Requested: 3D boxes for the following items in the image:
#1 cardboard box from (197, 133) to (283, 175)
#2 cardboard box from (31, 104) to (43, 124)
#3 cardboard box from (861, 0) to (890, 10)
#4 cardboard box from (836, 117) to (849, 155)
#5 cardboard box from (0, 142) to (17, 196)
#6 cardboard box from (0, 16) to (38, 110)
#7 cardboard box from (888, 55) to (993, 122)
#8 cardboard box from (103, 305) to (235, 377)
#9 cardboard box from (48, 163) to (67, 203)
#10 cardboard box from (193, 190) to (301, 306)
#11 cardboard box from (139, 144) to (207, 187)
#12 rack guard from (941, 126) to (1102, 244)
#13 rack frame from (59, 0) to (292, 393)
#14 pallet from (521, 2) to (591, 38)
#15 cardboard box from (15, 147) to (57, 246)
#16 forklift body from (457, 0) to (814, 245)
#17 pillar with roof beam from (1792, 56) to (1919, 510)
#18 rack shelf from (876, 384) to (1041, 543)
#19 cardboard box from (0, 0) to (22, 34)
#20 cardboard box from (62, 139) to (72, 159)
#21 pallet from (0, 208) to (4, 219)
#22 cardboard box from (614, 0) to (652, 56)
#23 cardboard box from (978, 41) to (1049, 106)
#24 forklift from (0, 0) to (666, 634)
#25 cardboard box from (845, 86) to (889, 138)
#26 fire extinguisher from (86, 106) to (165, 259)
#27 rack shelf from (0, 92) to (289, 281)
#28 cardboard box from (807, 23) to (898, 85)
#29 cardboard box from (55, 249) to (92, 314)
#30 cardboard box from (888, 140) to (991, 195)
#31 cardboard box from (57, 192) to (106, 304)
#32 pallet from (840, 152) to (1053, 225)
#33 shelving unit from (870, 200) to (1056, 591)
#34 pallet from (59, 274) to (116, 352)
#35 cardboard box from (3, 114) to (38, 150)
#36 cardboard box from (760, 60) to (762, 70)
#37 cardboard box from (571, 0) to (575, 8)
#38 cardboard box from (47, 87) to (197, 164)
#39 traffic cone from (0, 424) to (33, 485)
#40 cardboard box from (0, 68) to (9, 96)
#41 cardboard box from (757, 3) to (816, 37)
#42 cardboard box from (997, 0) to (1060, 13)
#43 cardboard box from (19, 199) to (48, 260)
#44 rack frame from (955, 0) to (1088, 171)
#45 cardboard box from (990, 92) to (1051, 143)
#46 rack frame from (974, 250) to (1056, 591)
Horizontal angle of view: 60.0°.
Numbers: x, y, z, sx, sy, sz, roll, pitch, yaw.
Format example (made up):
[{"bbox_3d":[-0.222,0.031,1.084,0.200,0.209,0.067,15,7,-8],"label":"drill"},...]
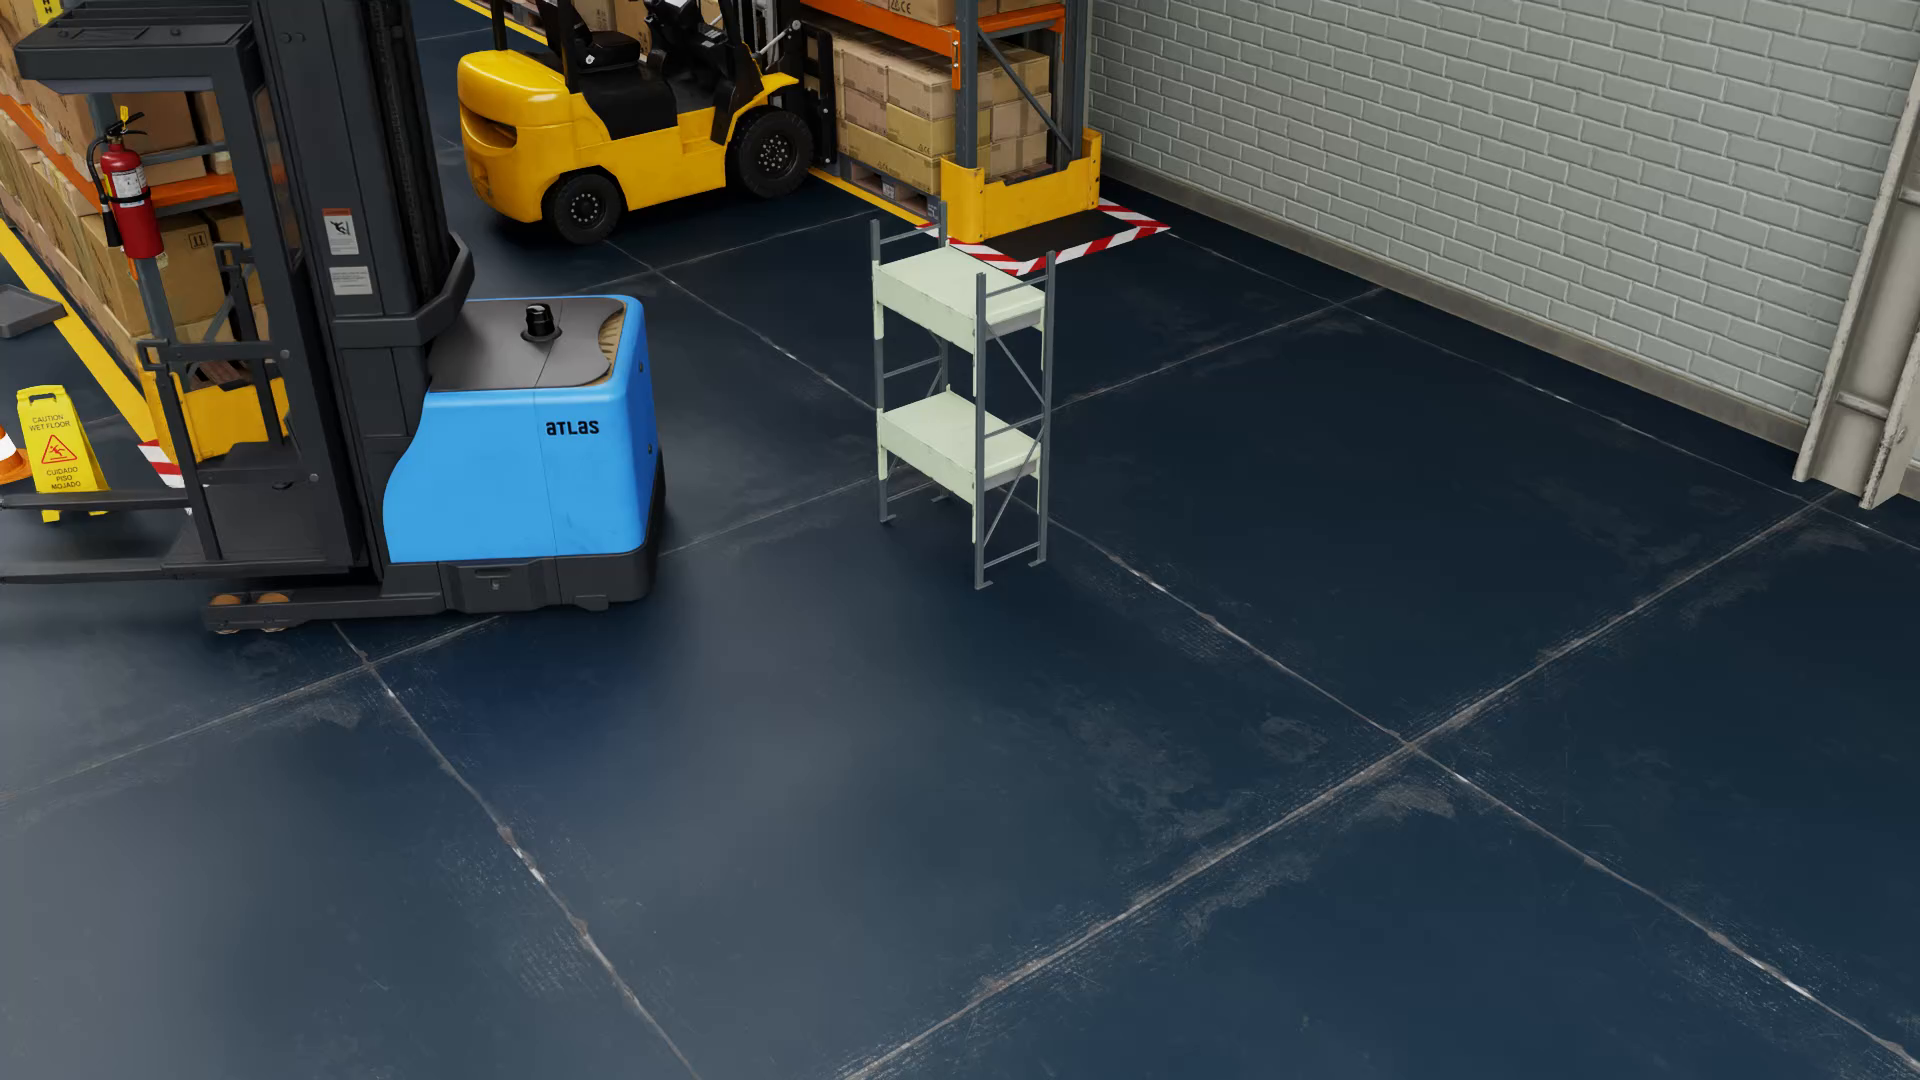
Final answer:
[{"bbox_3d":[-3.564,-1.962,8.305,0.380,0.149,0.250,-22,38,-31],"label":"cardboard box"},{"bbox_3d":[-4.757,-2.351,8.930,0.380,0.149,0.250,-23,38,-32],"label":"cardboard box"},{"bbox_3d":[-0.421,-3.850,11.011,0.500,0.500,0.500,-21,38,-30],"label":"cardboard box"},{"bbox_3d":[-0.735,-2.994,11.935,0.500,0.250,0.500,-22,38,-31],"label":"cardboard box"},{"bbox_3d":[-5.823,-2.523,10.467,0.500,0.500,0.500,-20,37,-29],"label":"cardboard box"},{"bbox_3d":[-4.677,-2.586,8.694,0.500,0.500,0.500,-22,38,-32],"label":"cardboard box"},{"bbox_3d":[-0.129,-2.994,10.988,0.500,0.250,0.500,-21,37,-30],"label":"cardboard box"},{"bbox_3d":[-4.242,-1.131,8.936,0.500,0.250,0.500,-22,38,-32],"label":"cardboard box"},{"bbox_3d":[-4.646,-1.952,8.932,0.380,0.149,0.250,-22,38,-31],"label":"cardboard box"},{"bbox_3d":[-3.810,-1.625,9.020,0.500,0.500,0.500,-24,39,-33],"label":"cardboard box"},{"bbox_3d":[-3.917,-1.840,8.108,0.380,0.149,0.250,-21,37,-30],"label":"cardboard box"},{"bbox_3d":[0.414,-2.396,11.134,1.175,0.500,0.348,-22,38,-31],"label":"rack guard"},{"bbox_3d":[-3.519,-1.860,7.903,1.000,3.000,0.127,-22,38,-31],"label":"rack frame"},{"bbox_3d":[-3.288,-4.754,15.204,1.003,0.211,1.213,-22,38,-31],"label":"pallet"},{"bbox_3d":[-5.169,-2.087,9.765,0.500,0.500,0.500,-20,37,-29],"label":"cardboard box"},{"bbox_3d":[-2.204,-3.307,11.037,2.313,2.155,1.214,-22,38,-31],"label":"forklift body"},{"bbox_3d":[0.963,-2.705,3.576,9.100,9.000,0.400,-22,38,-31],"label":"pillar with roof beam"},{"bbox_3d":[0.004,-0.357,7.522,0.431,0.370,0.720,-22,38,-31],"label":"rack shelf"},{"bbox_3d":[-4.309,-2.810,8.106,0.700,0.500,0.500,-22,38,-31],"label":"cardboard box"},{"bbox_3d":[-4.301,-2.024,8.404,0.380,0.149,0.250,-23,39,-32],"label":"cardboard box"},{"bbox_3d":[-6.451,-2.667,11.844,1.003,0.211,1.213,-22,38,-31],"label":"pallet"},{"bbox_3d":[-2.382,-4.518,14.035,0.875,0.625,0.625,-20,37,-29],"label":"cardboard box"},{"bbox_3d":[0.254,-3.165,11.263,0.500,0.250,0.500,-23,39,-32],"label":"cardboard box"},{"bbox_3d":[-2.890,-1.134,6.798,3.031,2.935,1.130,-2,32,-4],"label":"forklift"},{"bbox_3d":[-0.445,-3.005,11.479,0.500,0.250,0.500,-23,38,-32],"label":"cardboard box"},{"bbox_3d":[-3.813,-1.631,7.606,0.296,0.674,0.183,-22,38,-31],"label":"fire extinguisher"},{"bbox_3d":[-4.746,-2.388,9.434,1.077,0.370,4.000,-22,38,-31],"label":"rack shelf"},{"bbox_3d":[-0.764,-3.412,11.661,0.500,0.250,0.500,-22,38,-31],"label":"cardboard box"},{"bbox_3d":[-4.864,-1.555,9.619,0.500,0.250,0.500,-24,39,-33],"label":"cardboard box"},{"bbox_3d":[-0.138,-2.572,11.256,0.500,0.250,0.500,-22,38,-31],"label":"cardboard box"},{"bbox_3d":[-4.539,-1.655,9.070,0.500,0.500,0.500,-21,37,-30],"label":"cardboard box"},{"bbox_3d":[-0.103,-2.589,11.718,1.003,0.211,1.213,-22,38,-31],"label":"pallet"},{"bbox_3d":[0.004,-0.634,7.350,0.431,1.500,0.755,-22,38,-31],"label":"shelving unit"},{"bbox_3d":[-4.780,-1.566,10.071,1.003,0.211,1.213,-22,38,-31],"label":"pallet"},{"bbox_3d":[-5.310,-2.402,9.658,0.380,0.149,0.250,-20,37,-29],"label":"cardboard box"},{"bbox_3d":[-1.391,-3.634,12.492,0.500,0.250,0.500,-23,38,-32],"label":"cardboard box"},{"bbox_3d":[-3.315,-5.157,15.063,0.875,0.625,0.625,-24,39,-33],"label":"cardboard box"},{"bbox_3d":[-4.070,-2.166,8.018,0.500,0.500,0.500,-23,39,-32],"label":"cardboard box"},{"bbox_3d":[-4.802,-0.545,8.188,0.336,0.463,0.334,-22,38,-31],"label":"traffic cone"},{"bbox_3d":[-5.255,-2.650,9.411,0.380,0.149,0.250,-22,38,-31],"label":"cardboard box"},{"bbox_3d":[-1.385,-3.847,12.361,0.500,0.250,0.500,-21,37,-30],"label":"cardboard box"},{"bbox_3d":[0.315,-3.807,10.941,0.500,0.500,0.500,-21,37,-30],"label":"cardboard box"},{"bbox_3d":[-5.487,-1.986,10.312,0.500,0.250,0.500,-20,37,-29],"label":"cardboard box"},{"bbox_3d":[0.400,-3.468,10.491,1.000,3.000,0.127,-22,38,-31],"label":"rack frame"},{"bbox_3d":[0.275,-2.954,11.397,0.500,0.250,0.500,-21,38,-31],"label":"cardboard box"},{"bbox_3d":[0.229,-0.482,7.104,0.400,1.500,0.023,-22,38,-31],"label":"rack frame"}]
